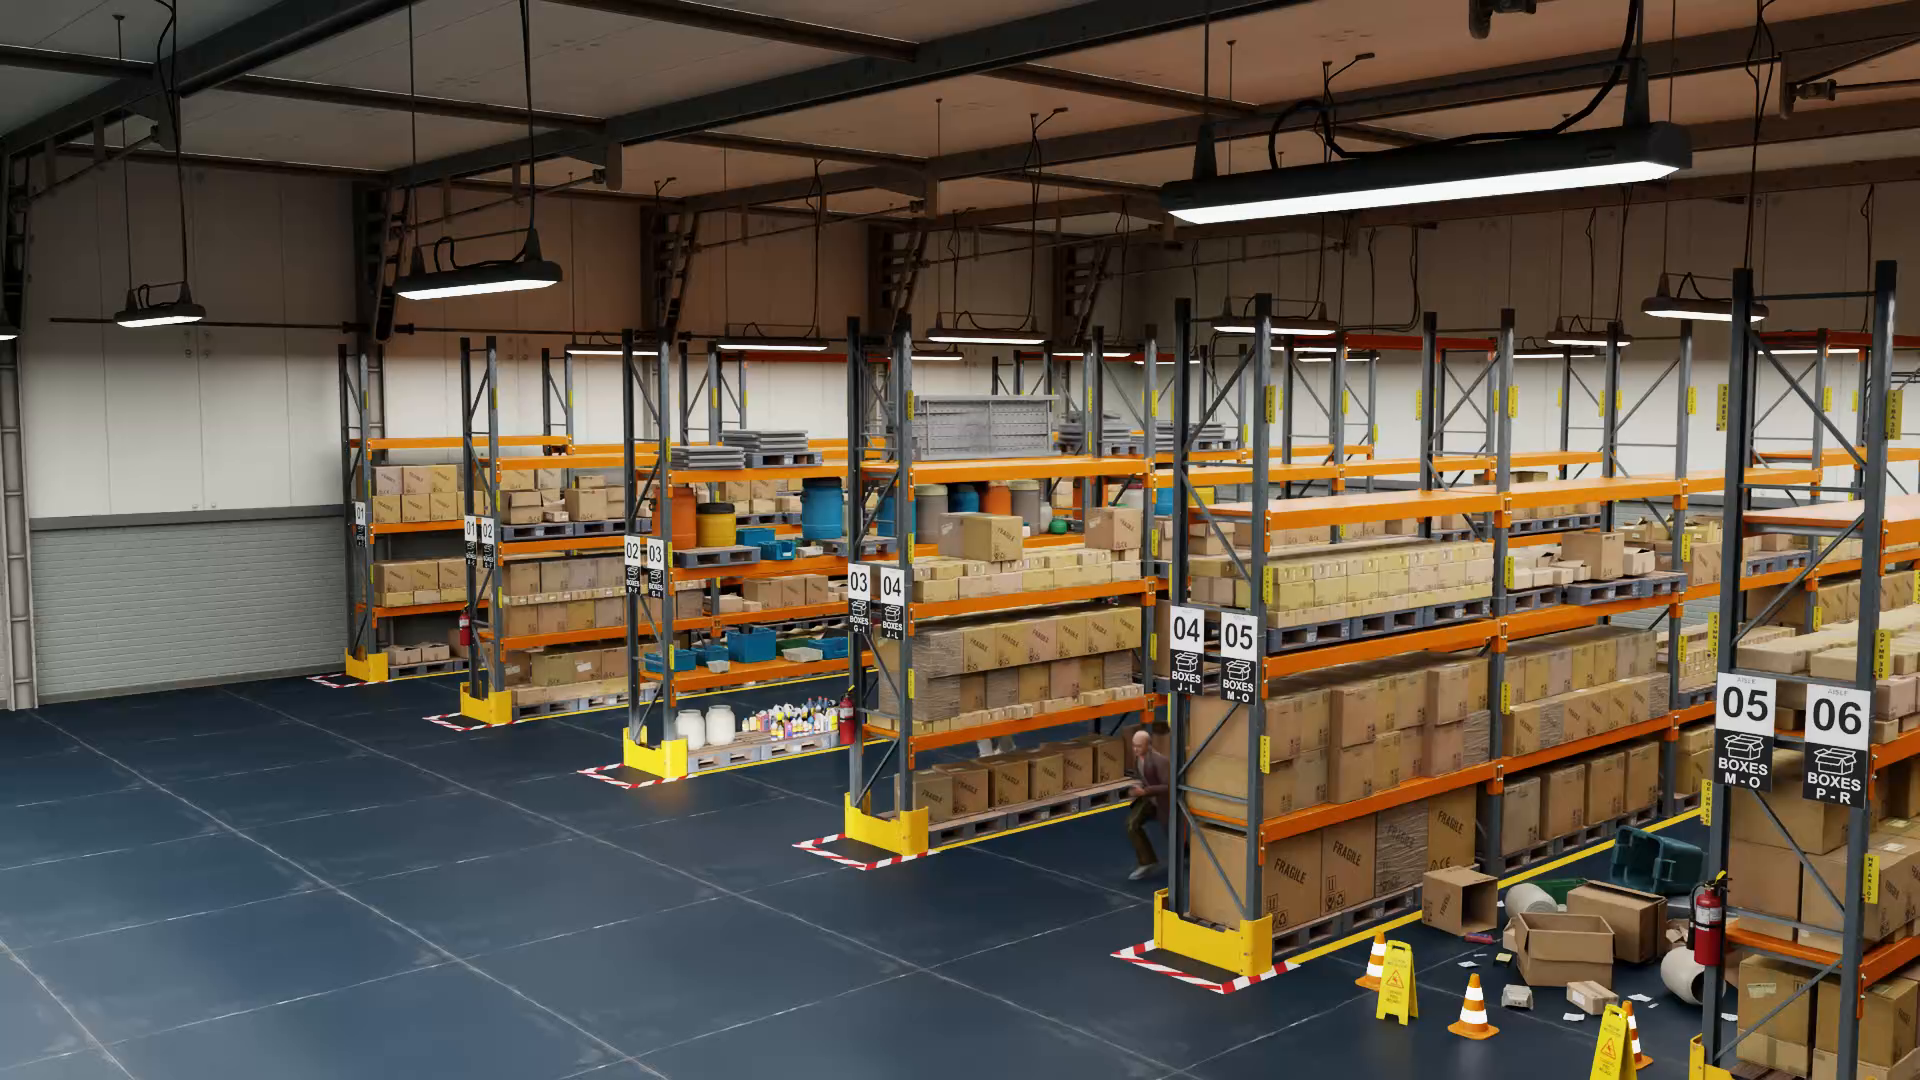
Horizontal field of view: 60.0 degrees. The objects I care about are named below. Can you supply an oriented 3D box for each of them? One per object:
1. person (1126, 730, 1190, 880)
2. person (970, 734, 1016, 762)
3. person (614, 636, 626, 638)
[{"bbox_3d":[2.116,2.767,17.640,1.151,1.605,0.711,-4,7,-41],"label":"person"},{"bbox_3d":[0.425,2.144,21.935,0.737,1.666,0.811,-1,5,-9],"label":"person"},{"bbox_3d":[-6.098,1.659,30.250,0.522,1.675,0.806,3,6,31],"label":"person"}]
